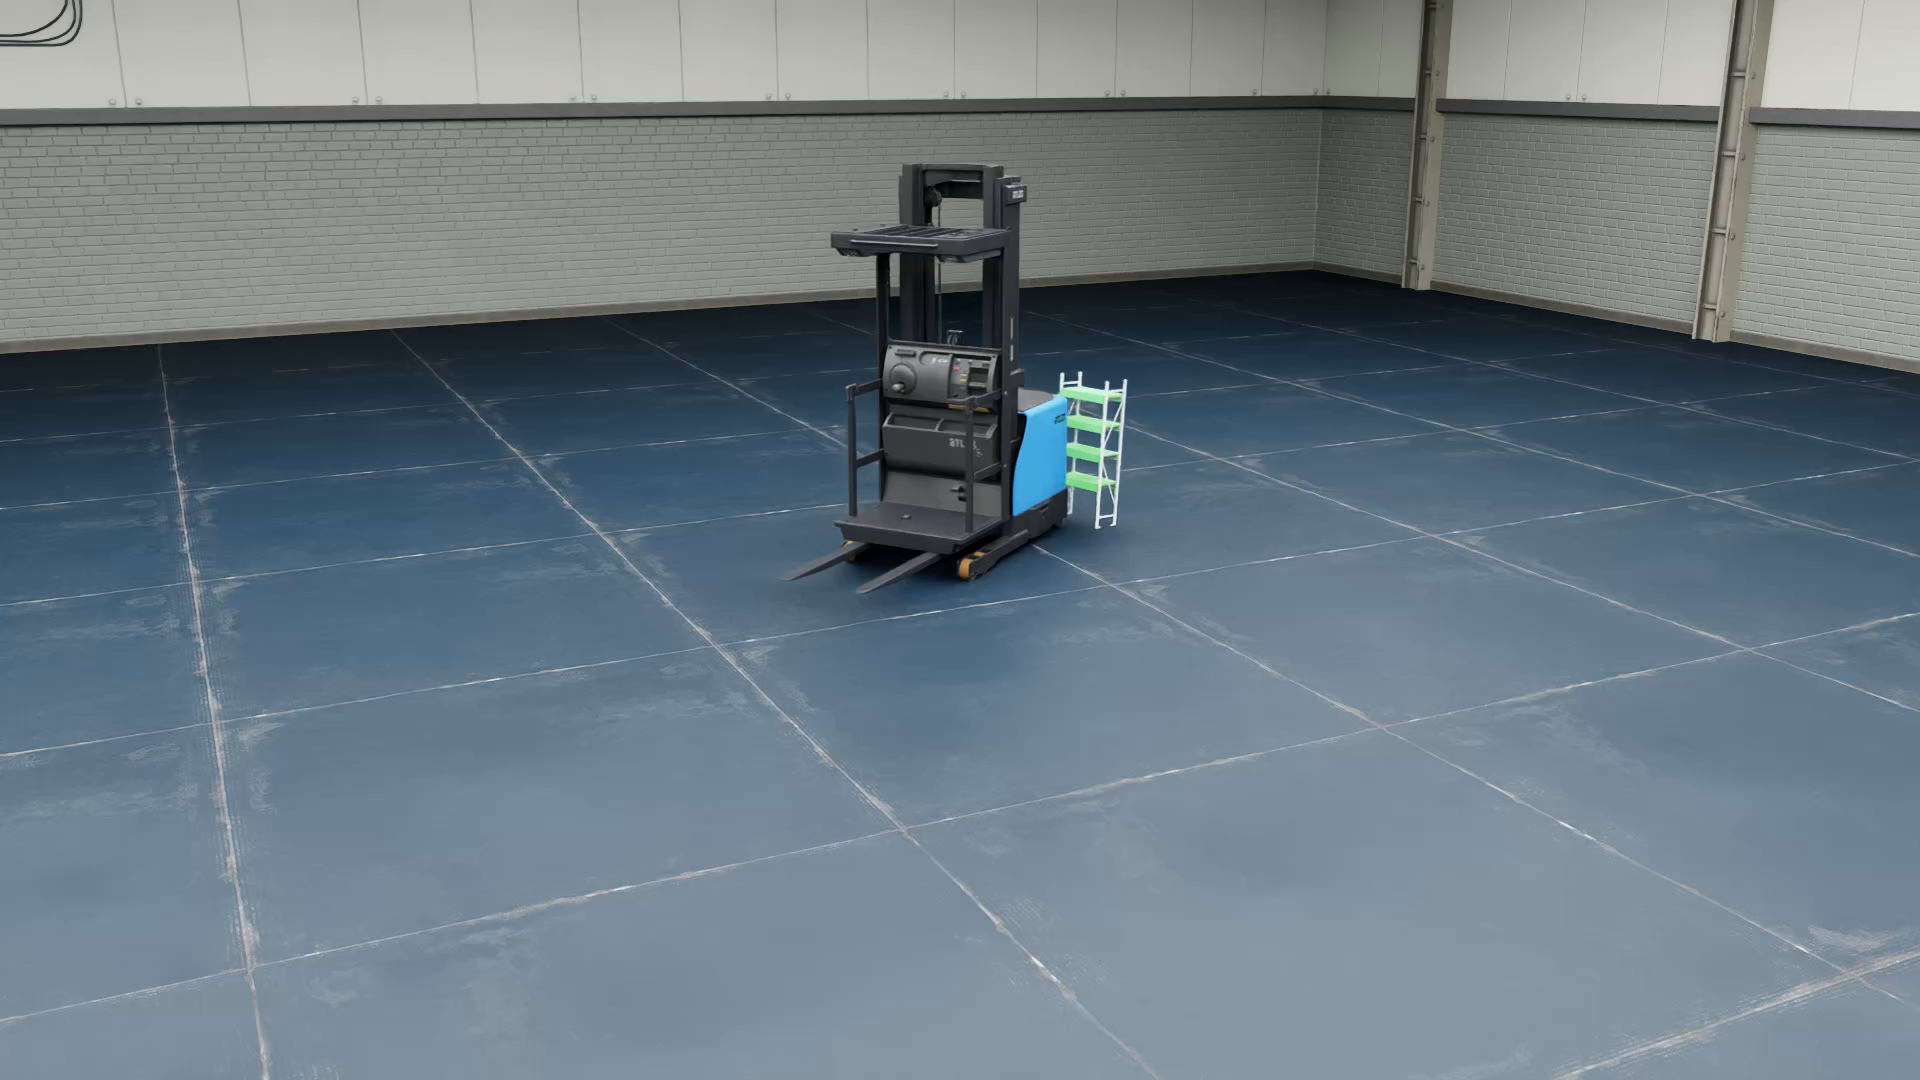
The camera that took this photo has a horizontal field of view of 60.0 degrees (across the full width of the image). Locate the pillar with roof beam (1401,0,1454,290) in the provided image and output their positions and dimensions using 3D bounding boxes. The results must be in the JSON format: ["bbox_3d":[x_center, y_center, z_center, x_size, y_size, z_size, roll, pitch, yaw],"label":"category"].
[{"bbox_3d":[3.819,-8.045,24.972,9.100,9.000,0.400,-8,18,-25],"label":"pillar with roof beam"}]

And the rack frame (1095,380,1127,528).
[{"bbox_3d":[1.222,-0.696,13.469,0.240,1.200,0.015,-9,18,-43],"label":"rack frame"}]

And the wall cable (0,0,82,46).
[{"bbox_3d":[-12.188,-8.427,20.137,2.305,6.003,0.169,-8,18,-25],"label":"wall cable"}]

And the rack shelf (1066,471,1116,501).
[{"bbox_3d":[1.037,-0.449,13.707,0.258,0.148,0.480,-9,18,-43],"label":"rack shelf"}]

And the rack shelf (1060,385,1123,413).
[{"bbox_3d":[1.076,-1.149,13.544,0.258,0.148,0.480,-9,18,-43],"label":"rack shelf"}]

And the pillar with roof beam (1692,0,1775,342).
[{"bbox_3d":[6.448,-6.558,19.788,9.100,9.000,0.400,-8,18,-25],"label":"pillar with roof beam"}]

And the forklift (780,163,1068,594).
[{"bbox_3d":[-0.248,-1.249,12.289,1.130,2.935,3.031,8,18,26],"label":"forklift"}]

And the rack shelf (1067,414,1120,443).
[{"bbox_3d":[1.063,-0.916,13.598,0.258,0.148,0.480,-9,18,-43],"label":"rack shelf"}]

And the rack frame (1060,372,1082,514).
[{"bbox_3d":[0.884,-0.793,13.807,0.240,1.200,0.015,-9,18,-43],"label":"rack frame"}]

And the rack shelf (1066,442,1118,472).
[{"bbox_3d":[1.050,-0.683,13.653,0.258,0.148,0.480,-9,18,-43],"label":"rack shelf"}]

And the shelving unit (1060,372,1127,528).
[{"bbox_3d":[1.053,-0.745,13.638,0.258,1.200,0.503,-9,18,-43],"label":"shelving unit"}]
